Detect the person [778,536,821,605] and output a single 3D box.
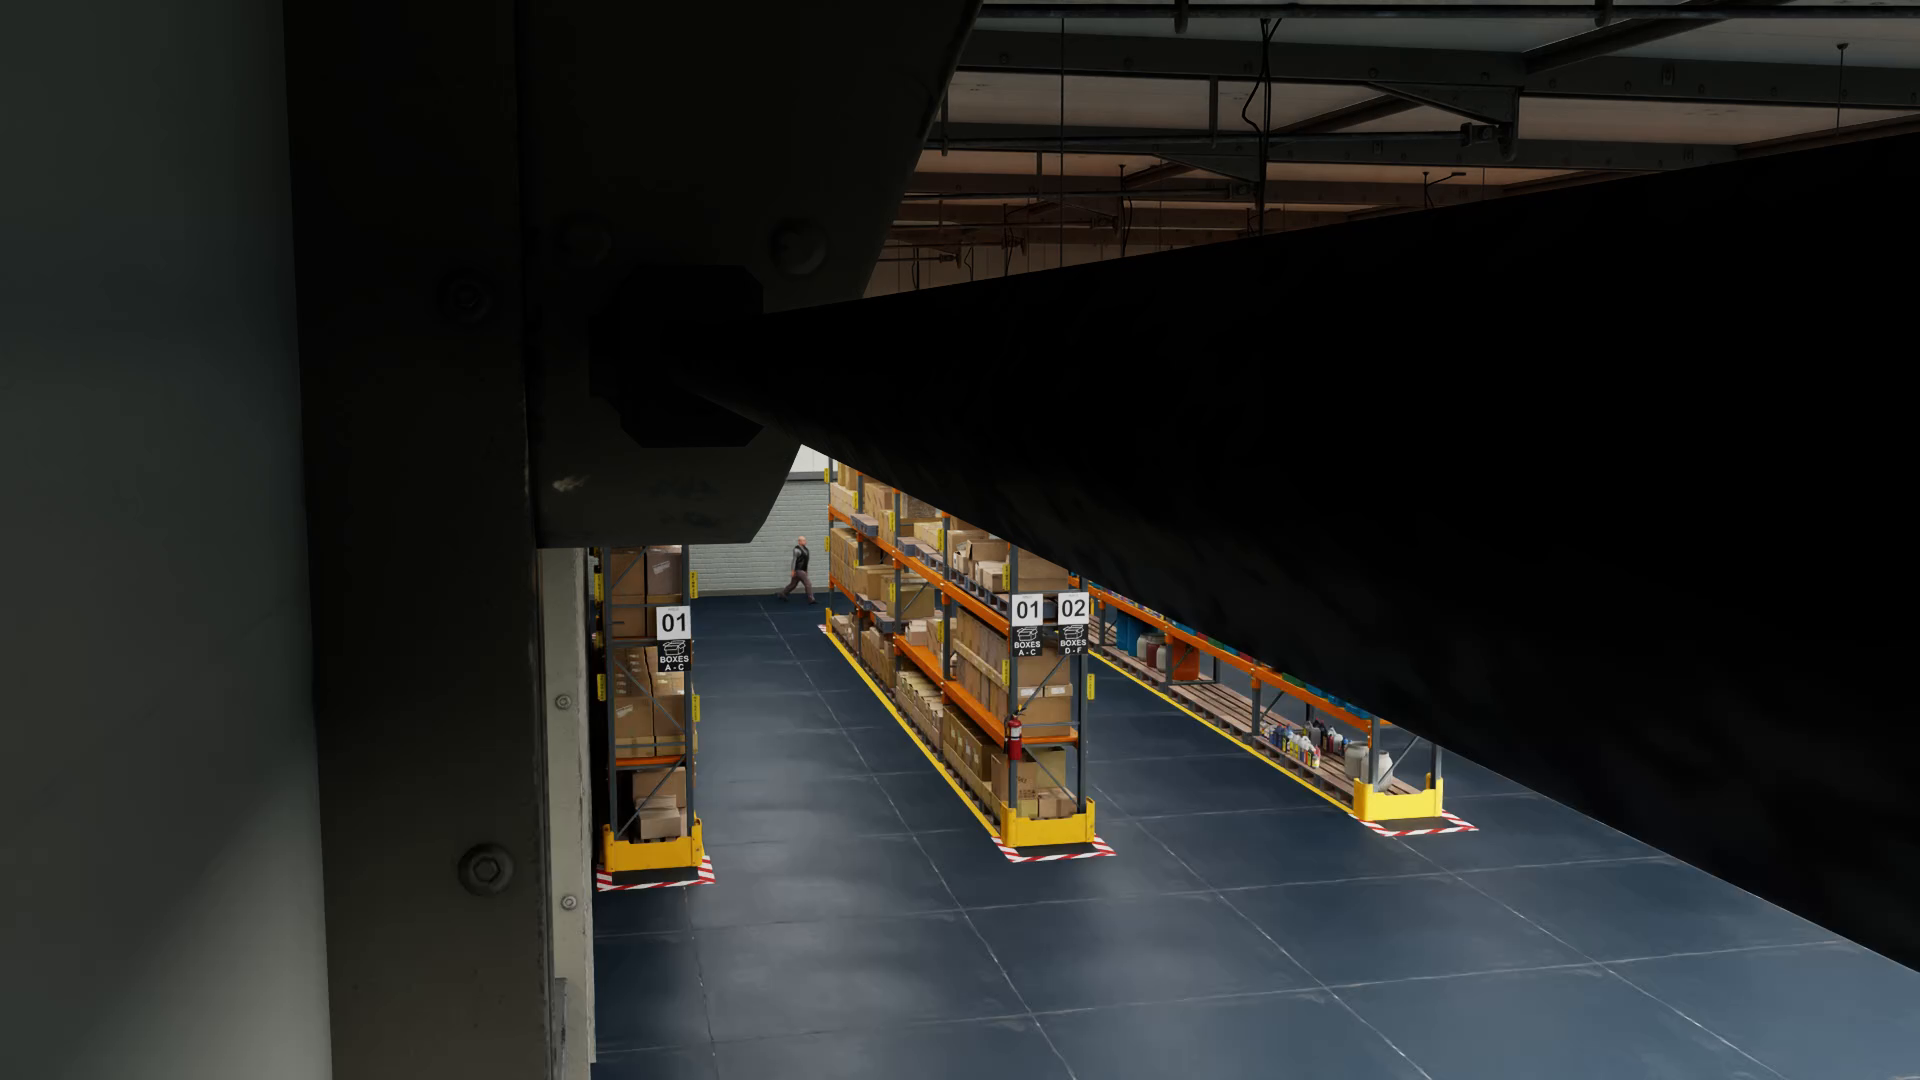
[{"bbox_3d":[-3.885,0.731,40.279,1.106,1.665,0.514,1,7,5],"label":"person"}]
